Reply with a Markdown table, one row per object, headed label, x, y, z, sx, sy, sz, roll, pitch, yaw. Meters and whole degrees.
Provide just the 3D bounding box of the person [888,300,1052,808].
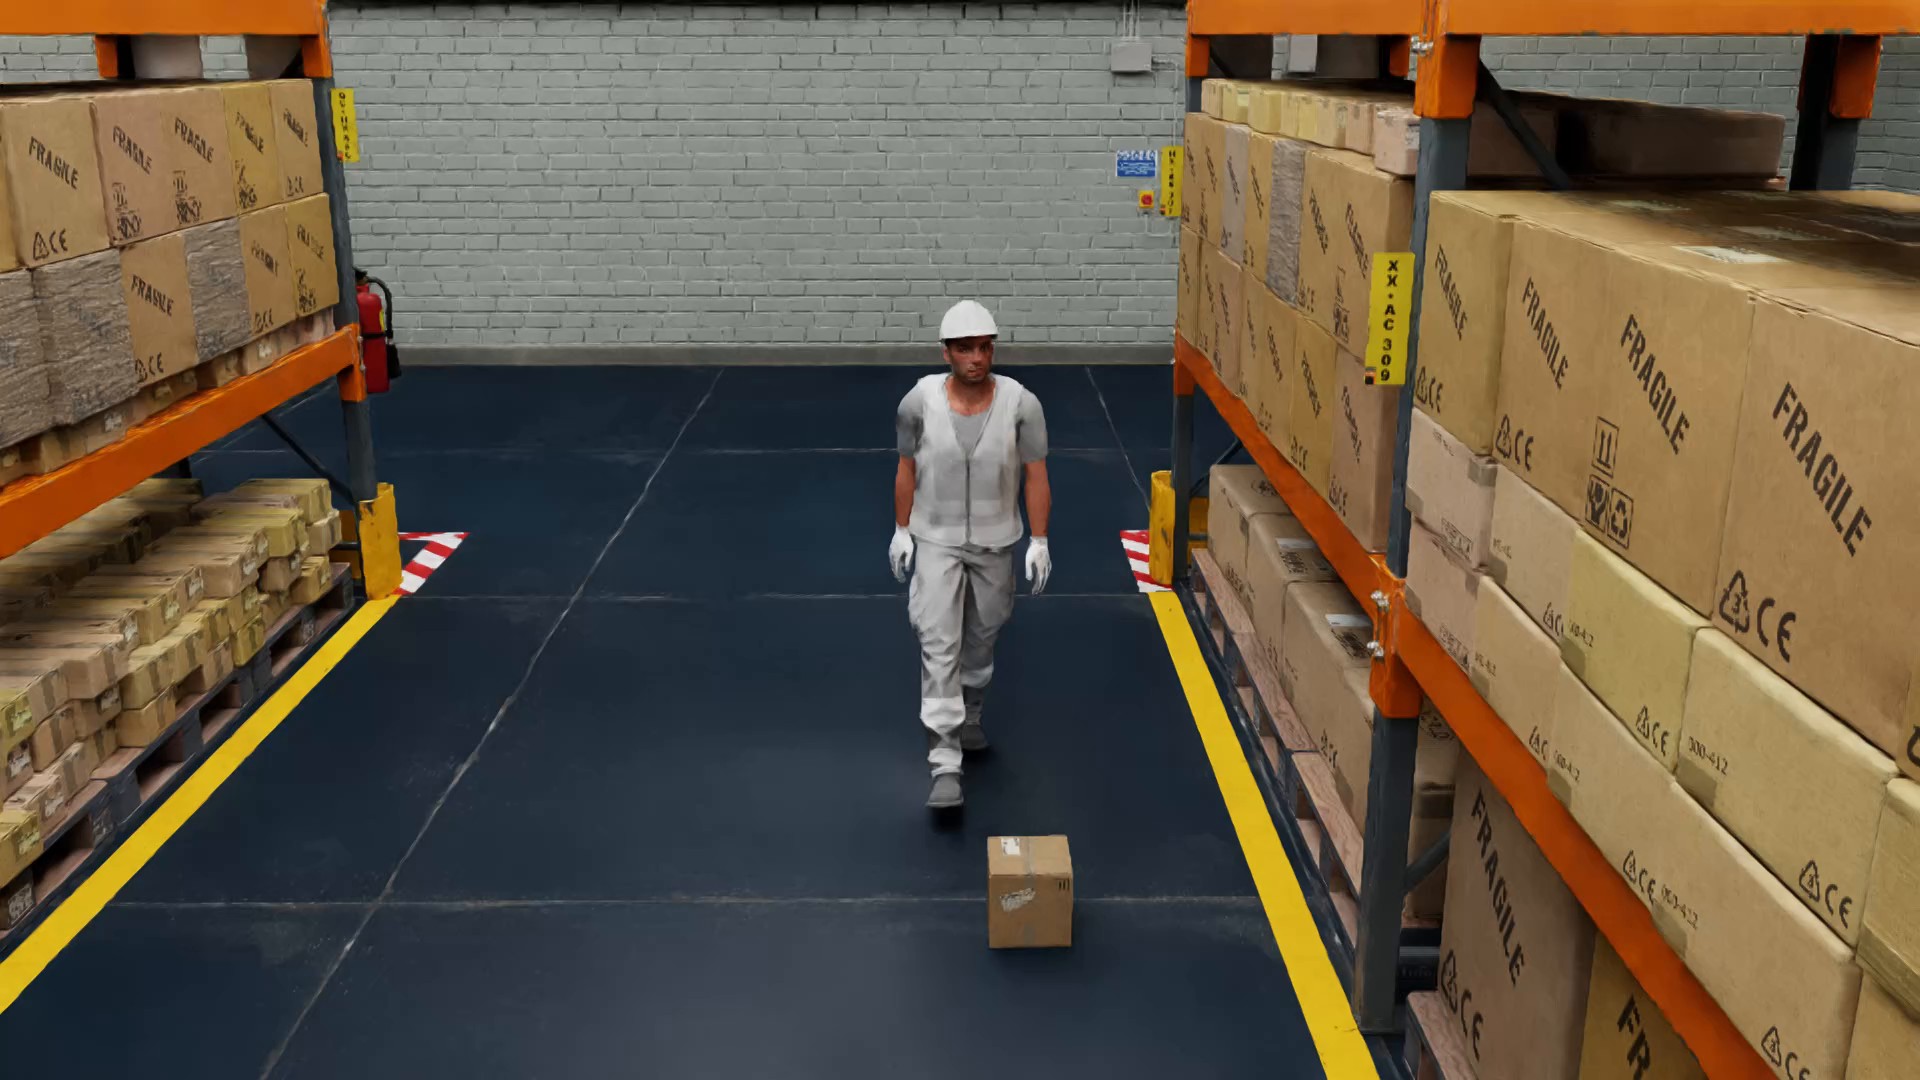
| label | x | y | z | sx | sy | sz | roll | pitch | yaw |
| --- | --- | --- | --- | --- | --- | --- | --- | --- | --- |
| person | 0.046 | 0.030 | 5.884 | 0.570 | 1.751 | 0.888 | -2 | 17 | -6 |
